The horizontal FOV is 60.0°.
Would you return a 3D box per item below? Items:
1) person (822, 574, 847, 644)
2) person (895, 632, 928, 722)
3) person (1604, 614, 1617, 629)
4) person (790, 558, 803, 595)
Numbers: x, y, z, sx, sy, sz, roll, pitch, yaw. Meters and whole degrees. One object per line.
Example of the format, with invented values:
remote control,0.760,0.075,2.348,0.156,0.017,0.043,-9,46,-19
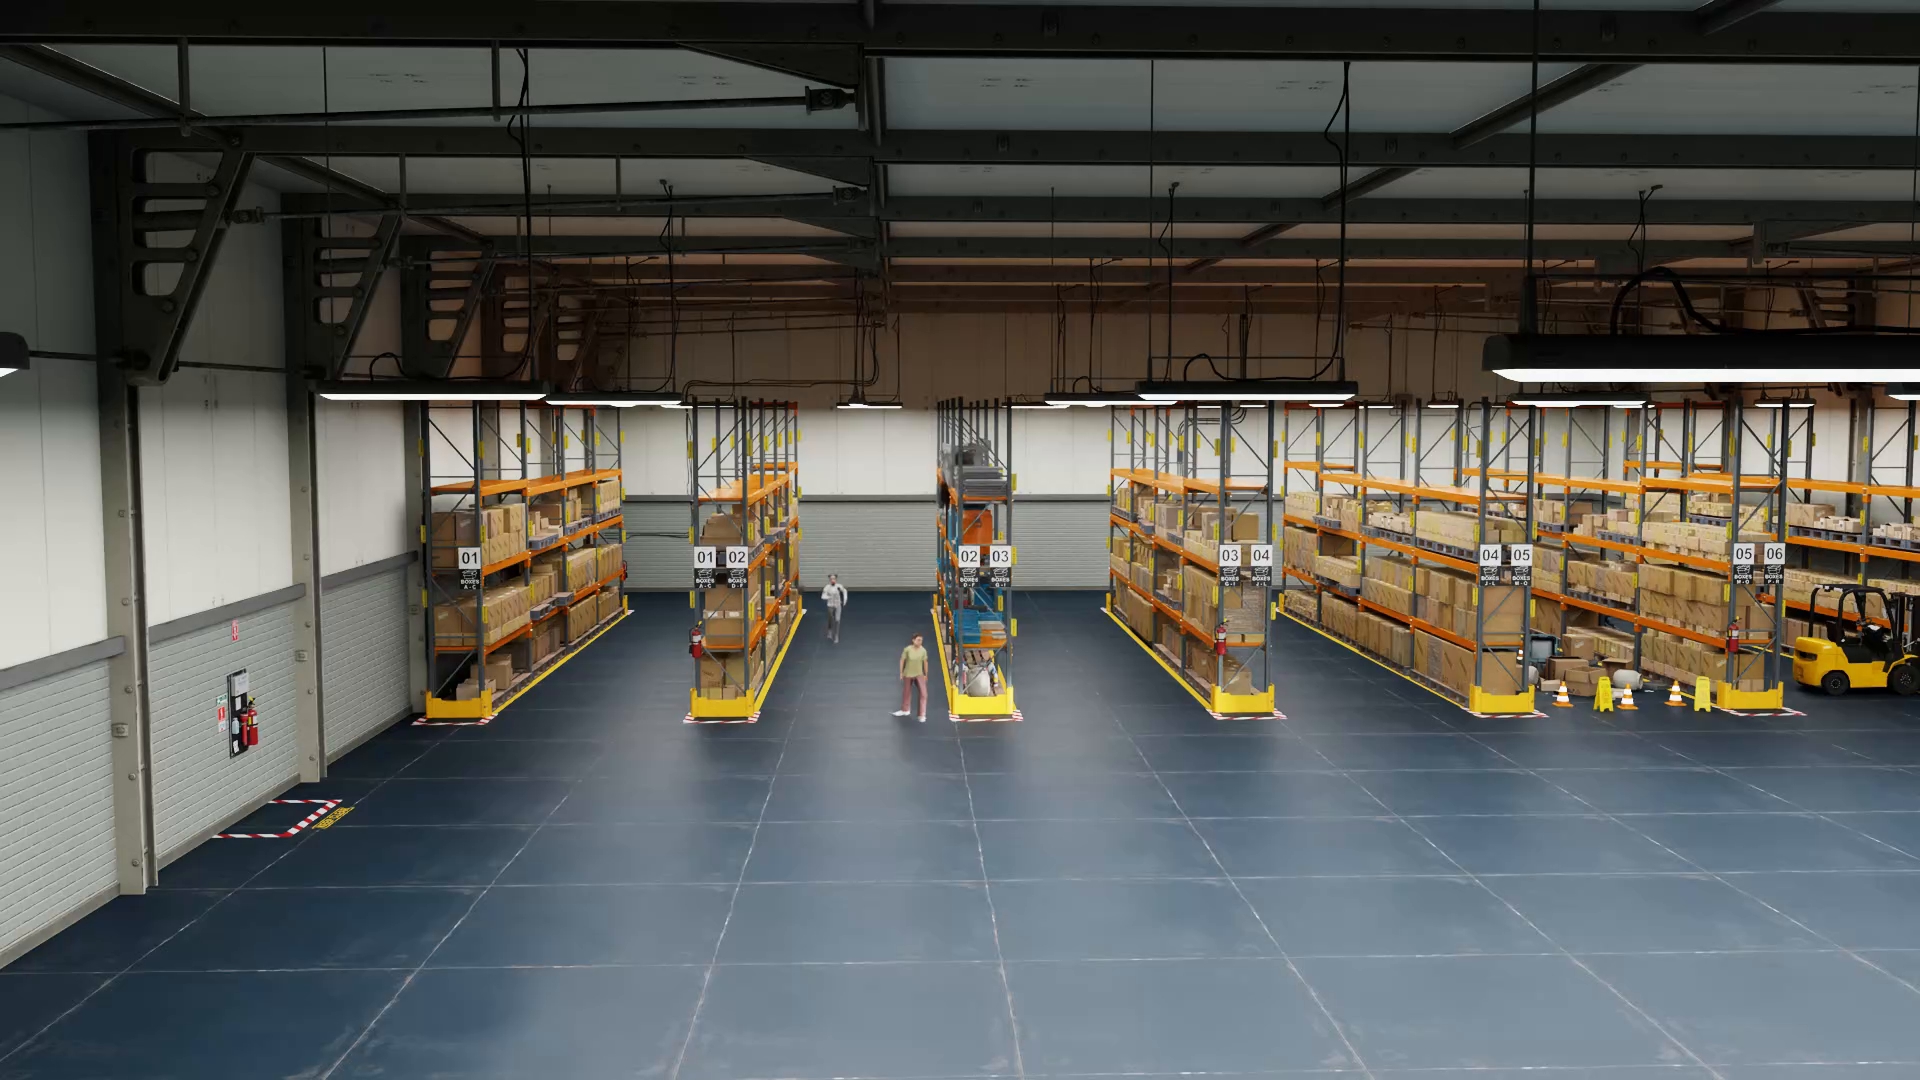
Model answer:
person,-3.125,1.685,41.384,0.615,1.739,0.885,0,4,-3
person,-0.902,2.524,30.946,0.599,1.646,0.687,0,4,-6
person,16.409,1.709,42.158,0.538,1.543,0.612,-1,5,-13
person,-4.890,1.093,48.916,0.626,1.775,0.832,-4,6,-39
